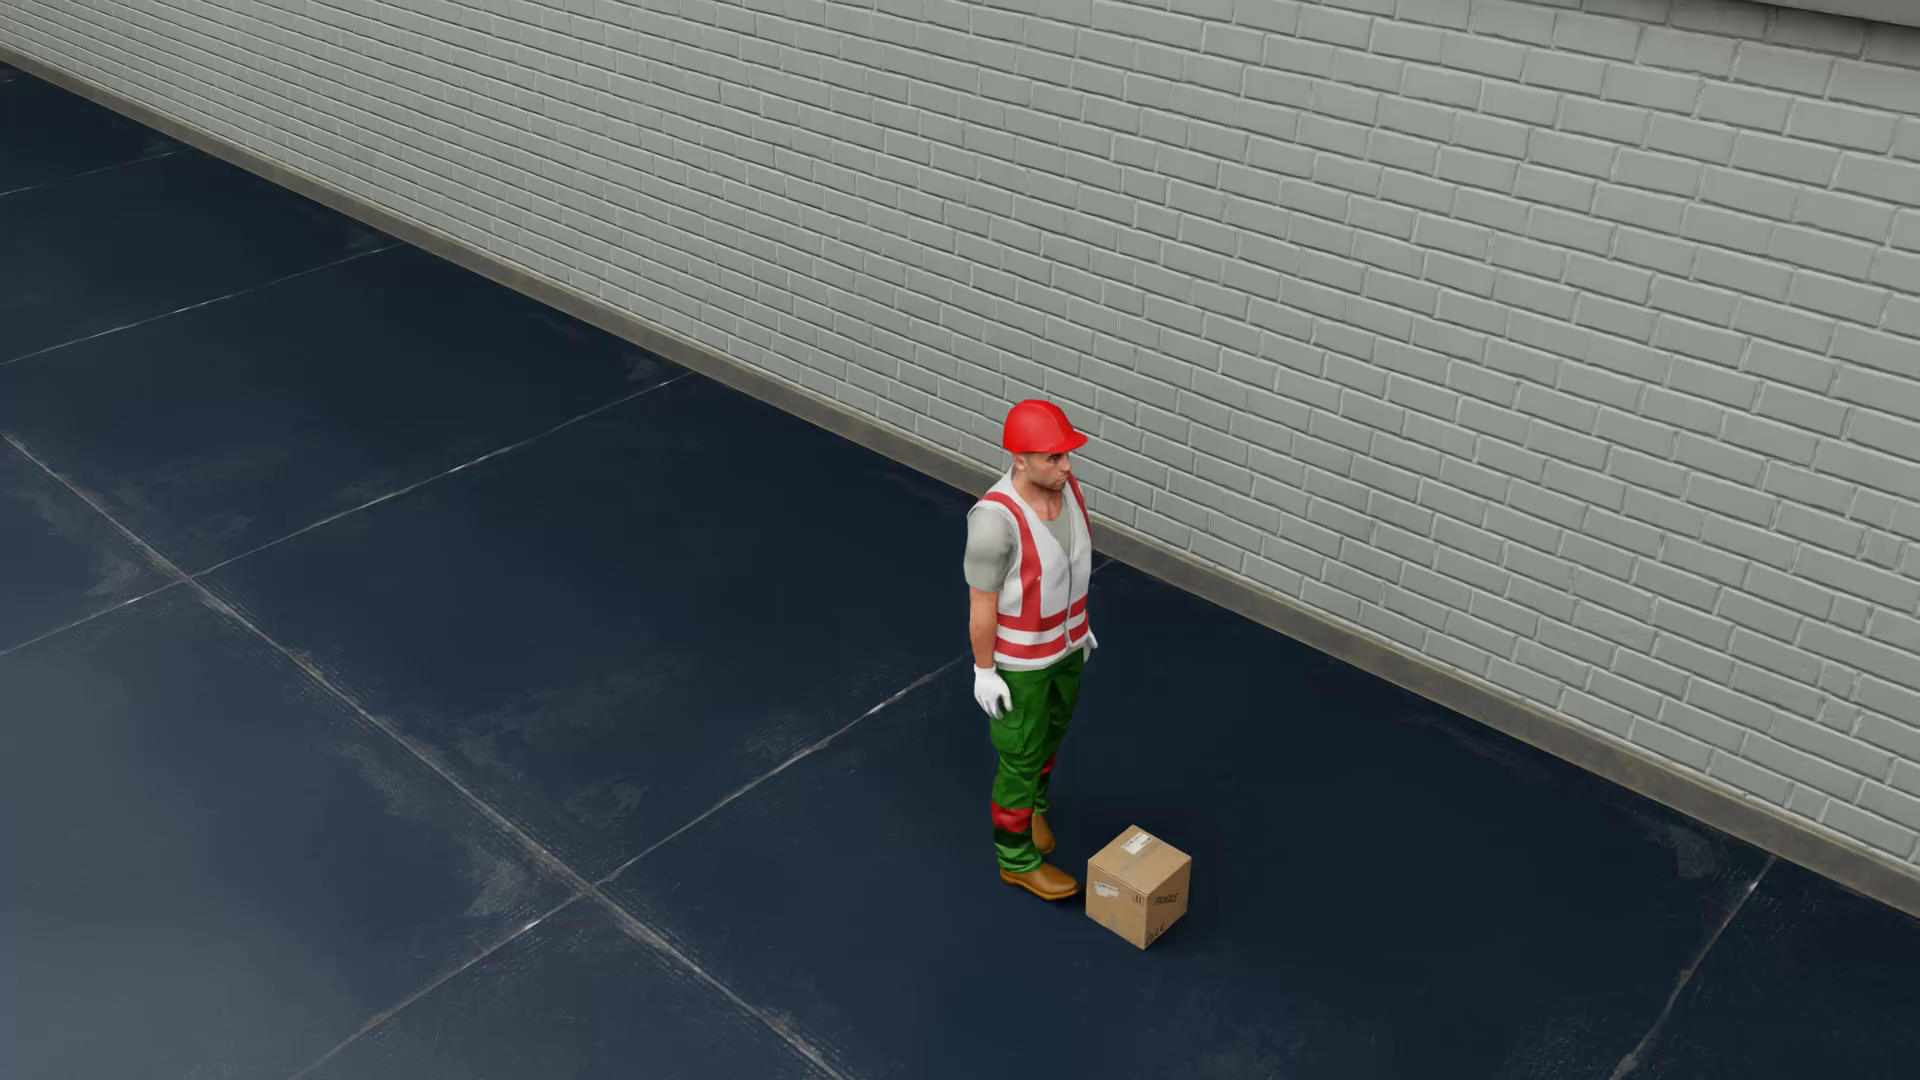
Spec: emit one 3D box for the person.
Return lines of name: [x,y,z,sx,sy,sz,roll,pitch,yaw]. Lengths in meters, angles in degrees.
person: [0.281,0.375,5.495,0.485,1.802,0.540,25,39,35]
